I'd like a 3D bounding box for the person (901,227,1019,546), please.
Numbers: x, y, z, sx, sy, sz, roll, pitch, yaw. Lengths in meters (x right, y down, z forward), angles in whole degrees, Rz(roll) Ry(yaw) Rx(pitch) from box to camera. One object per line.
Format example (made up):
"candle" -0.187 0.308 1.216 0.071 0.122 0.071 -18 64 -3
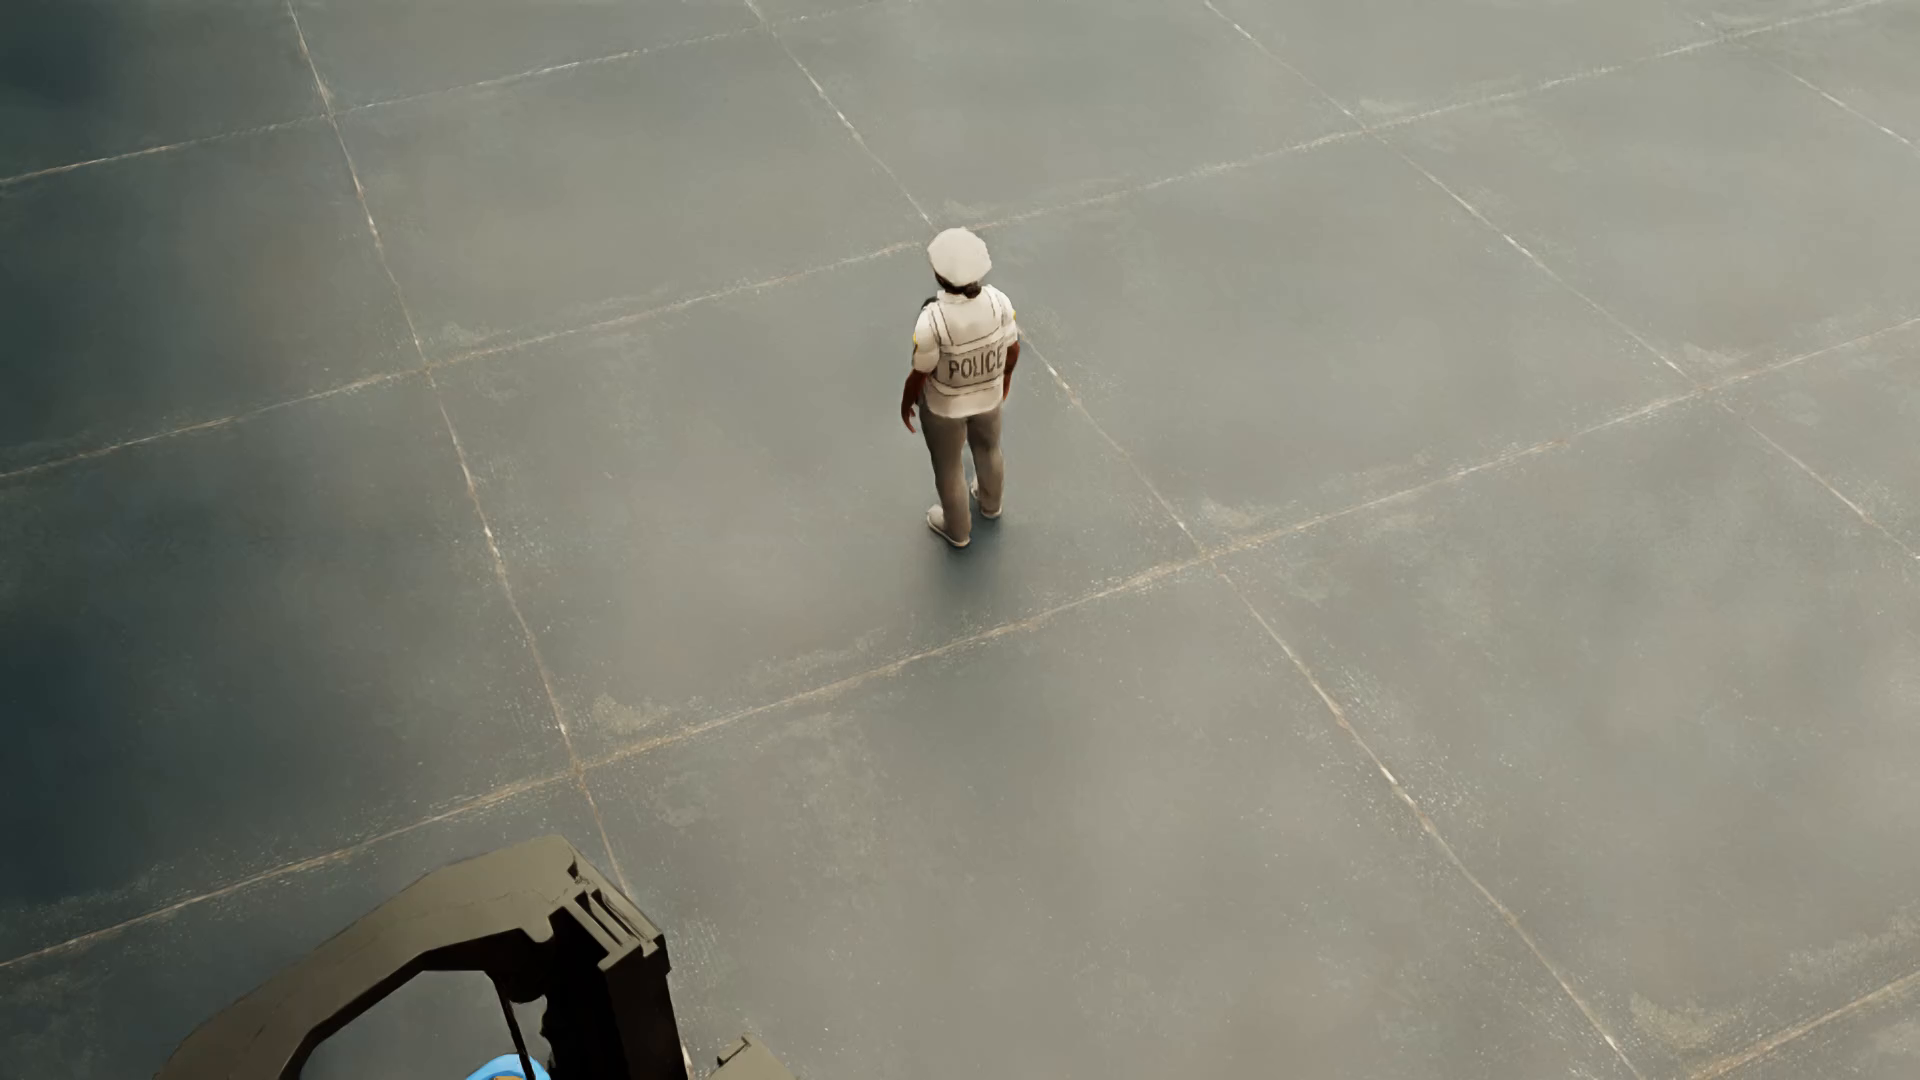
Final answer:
"person" -0.014 -0.677 7.301 0.570 1.695 0.529 -18 46 -18

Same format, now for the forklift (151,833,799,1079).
"forklift" -0.569 2.093 3.437 1.130 2.935 3.031 -34 53 -31
